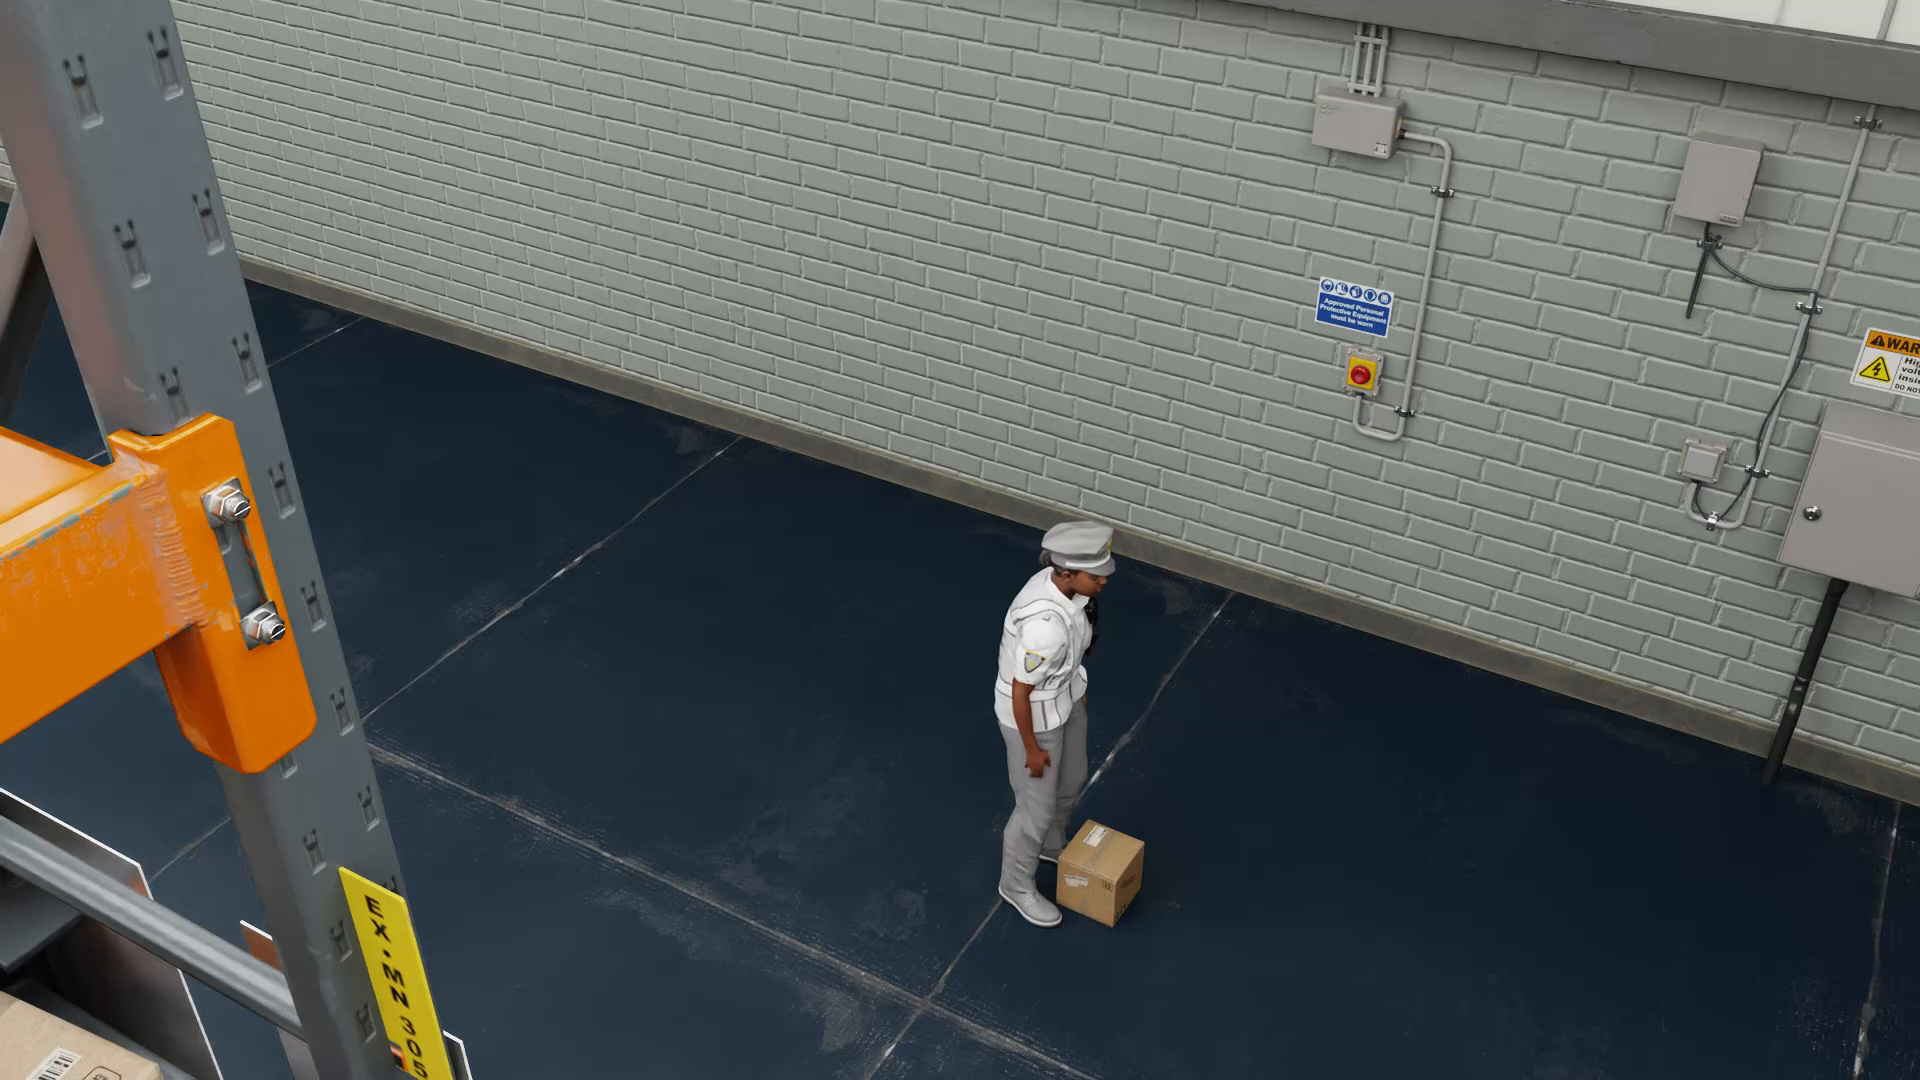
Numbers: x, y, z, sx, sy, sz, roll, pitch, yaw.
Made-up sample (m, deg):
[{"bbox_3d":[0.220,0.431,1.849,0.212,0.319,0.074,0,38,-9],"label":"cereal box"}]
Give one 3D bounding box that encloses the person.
[{"bbox_3d":[0.337,0.656,6.183,0.398,1.659,0.528,16,37,21],"label":"person"}]
